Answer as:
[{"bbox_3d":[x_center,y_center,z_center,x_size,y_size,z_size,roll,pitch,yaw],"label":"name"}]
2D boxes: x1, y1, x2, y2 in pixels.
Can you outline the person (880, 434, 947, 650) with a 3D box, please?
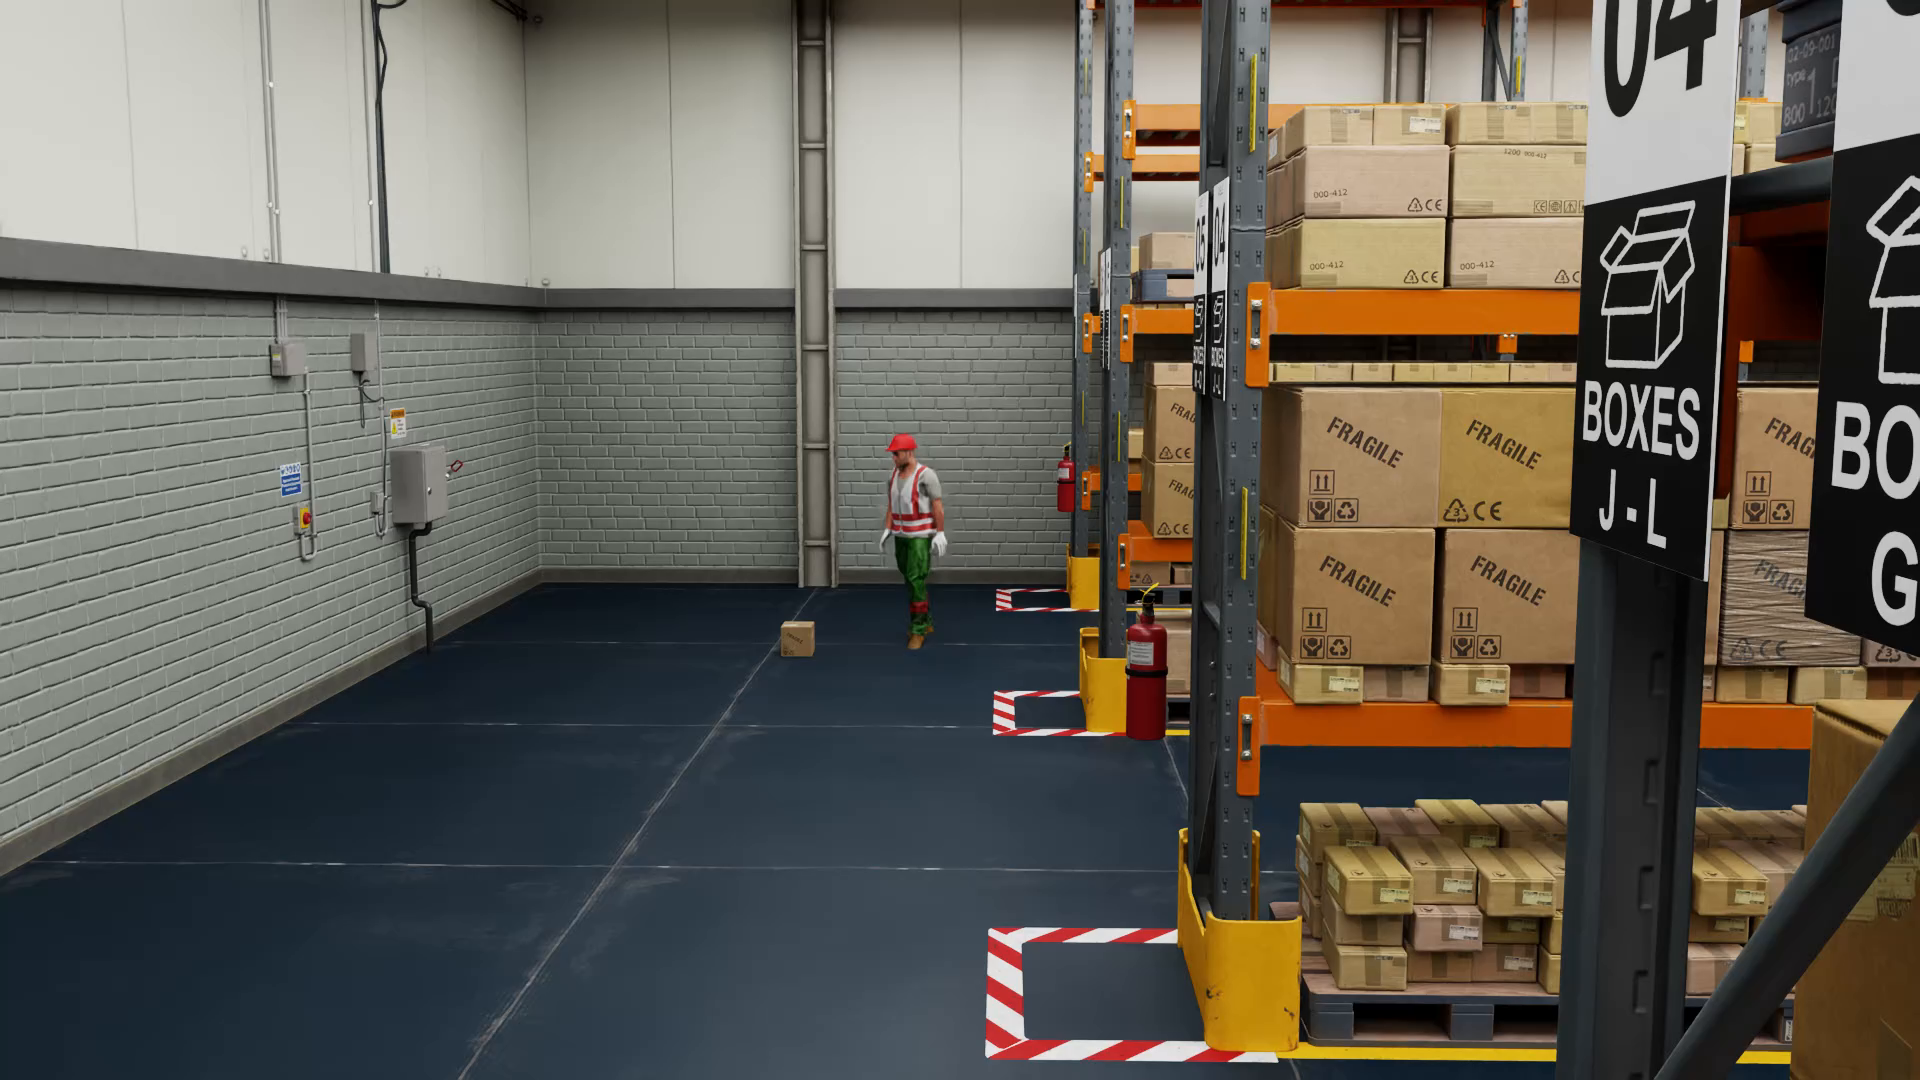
[{"bbox_3d":[-0.408,0.003,14.229,0.577,1.825,0.594,7,10,42],"label":"person"}]
